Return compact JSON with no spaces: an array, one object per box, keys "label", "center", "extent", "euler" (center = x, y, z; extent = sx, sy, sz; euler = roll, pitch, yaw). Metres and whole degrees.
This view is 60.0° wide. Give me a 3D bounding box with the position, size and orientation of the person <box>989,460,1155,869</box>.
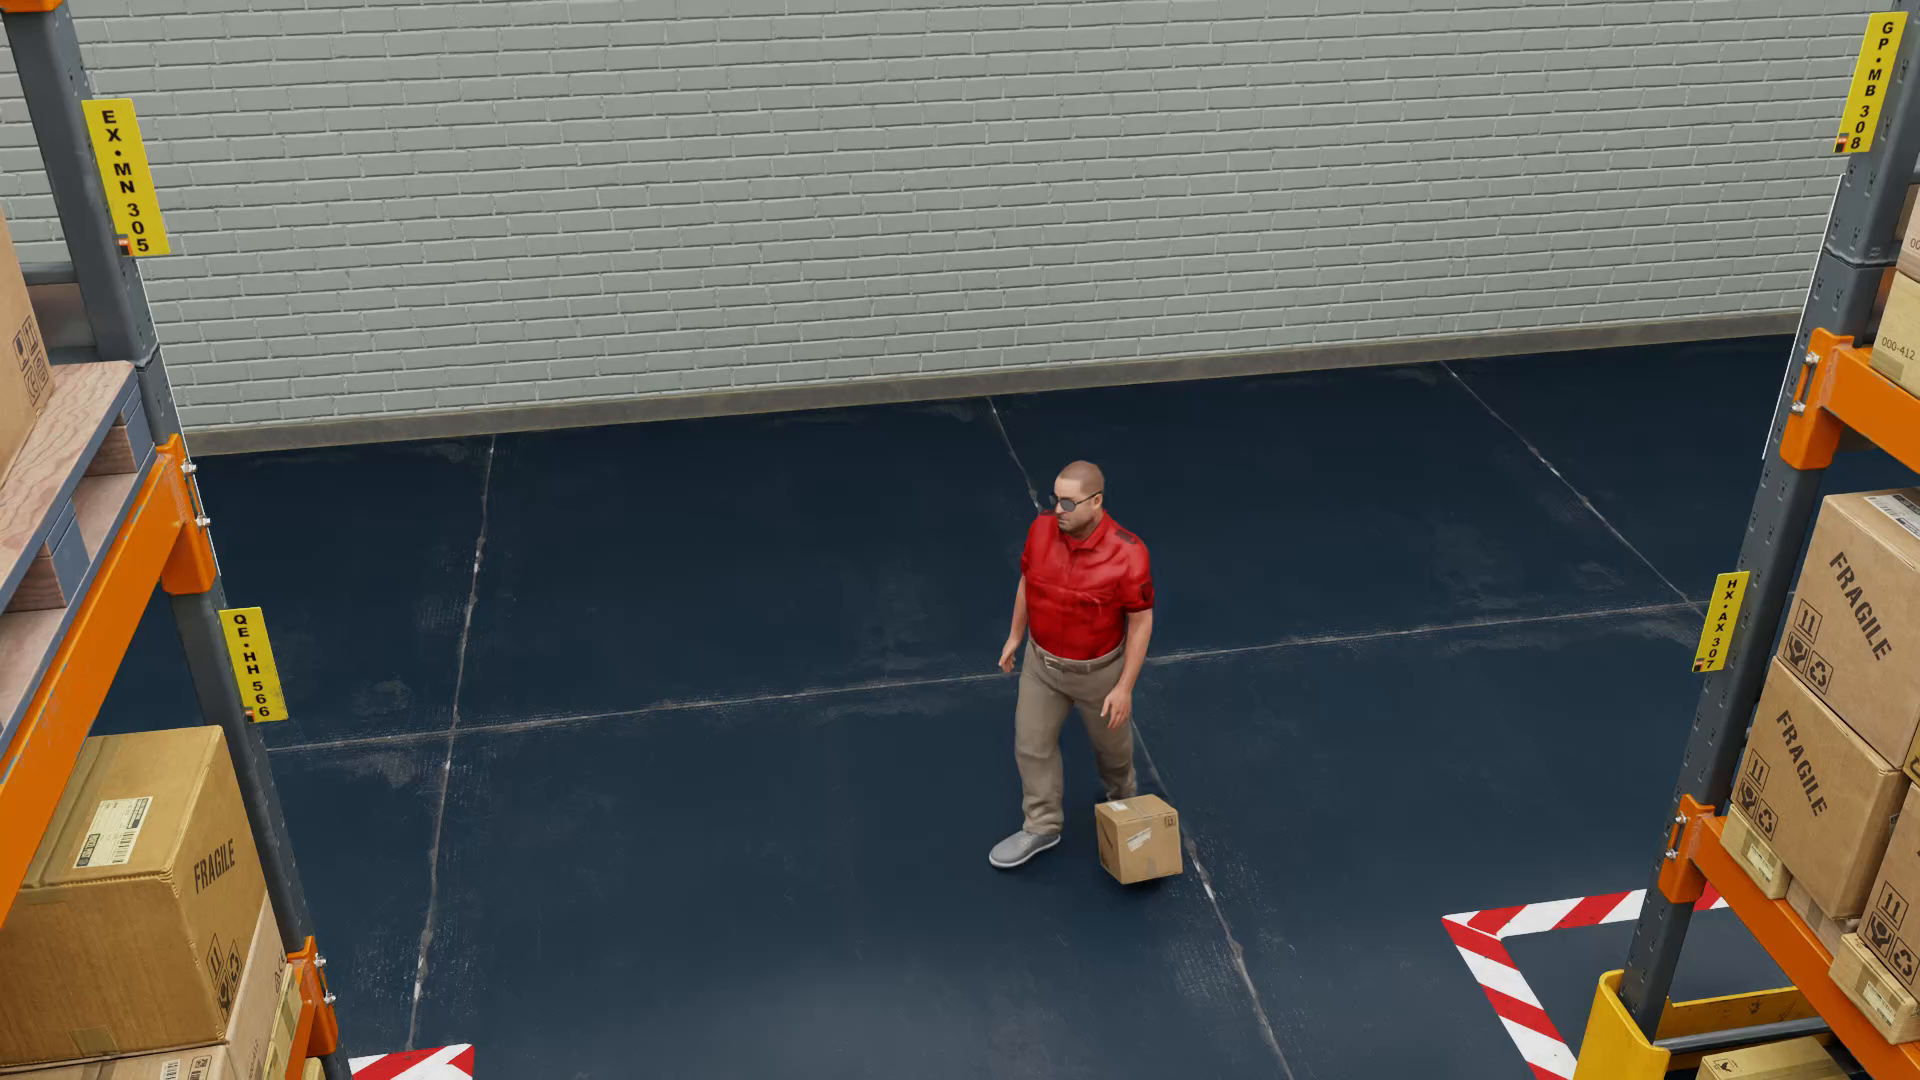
[{"label":"person","center":[0.436,0.467,6.359],"extent":[0.635,1.719,0.658],"euler":[17,35,27]}]
